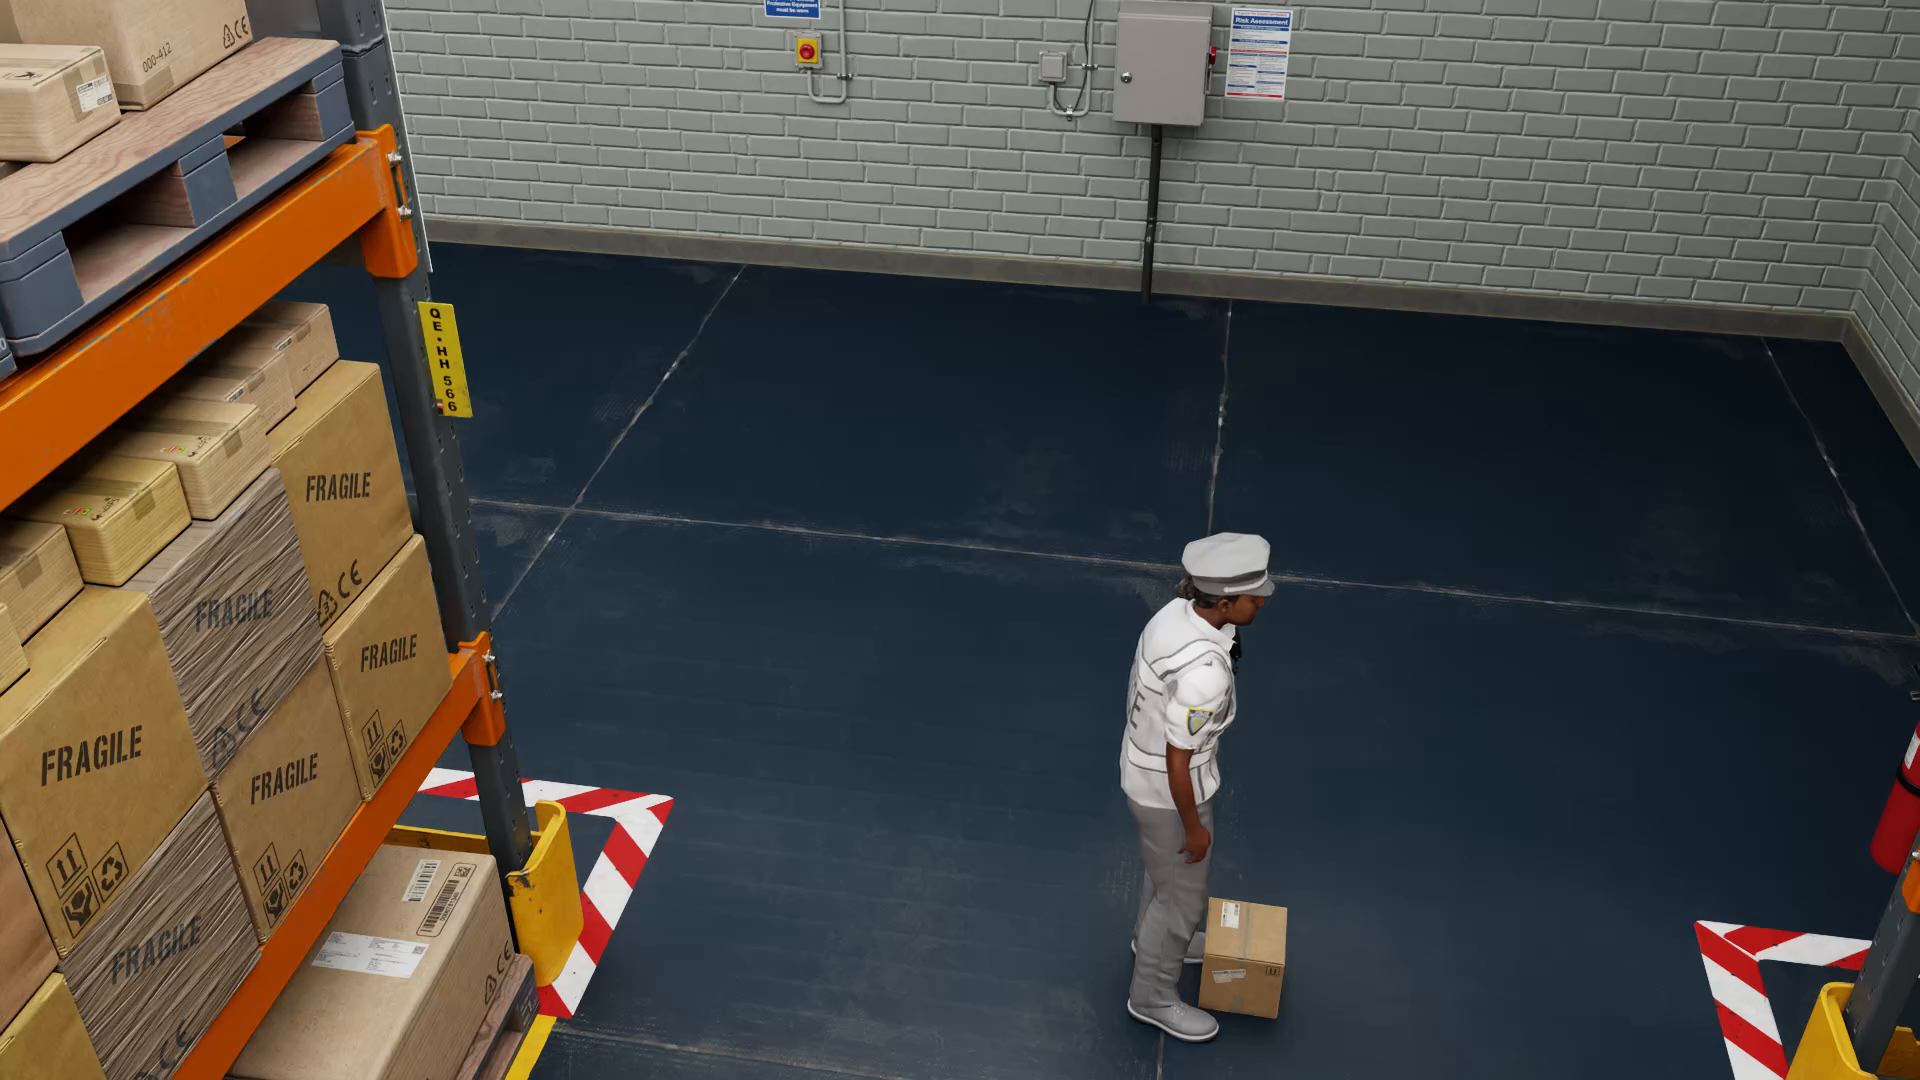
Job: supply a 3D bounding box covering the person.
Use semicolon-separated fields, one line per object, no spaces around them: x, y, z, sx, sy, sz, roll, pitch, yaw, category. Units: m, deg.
0.676;0.731;4.992;0.395;1.662;0.532;3;33;5;person
